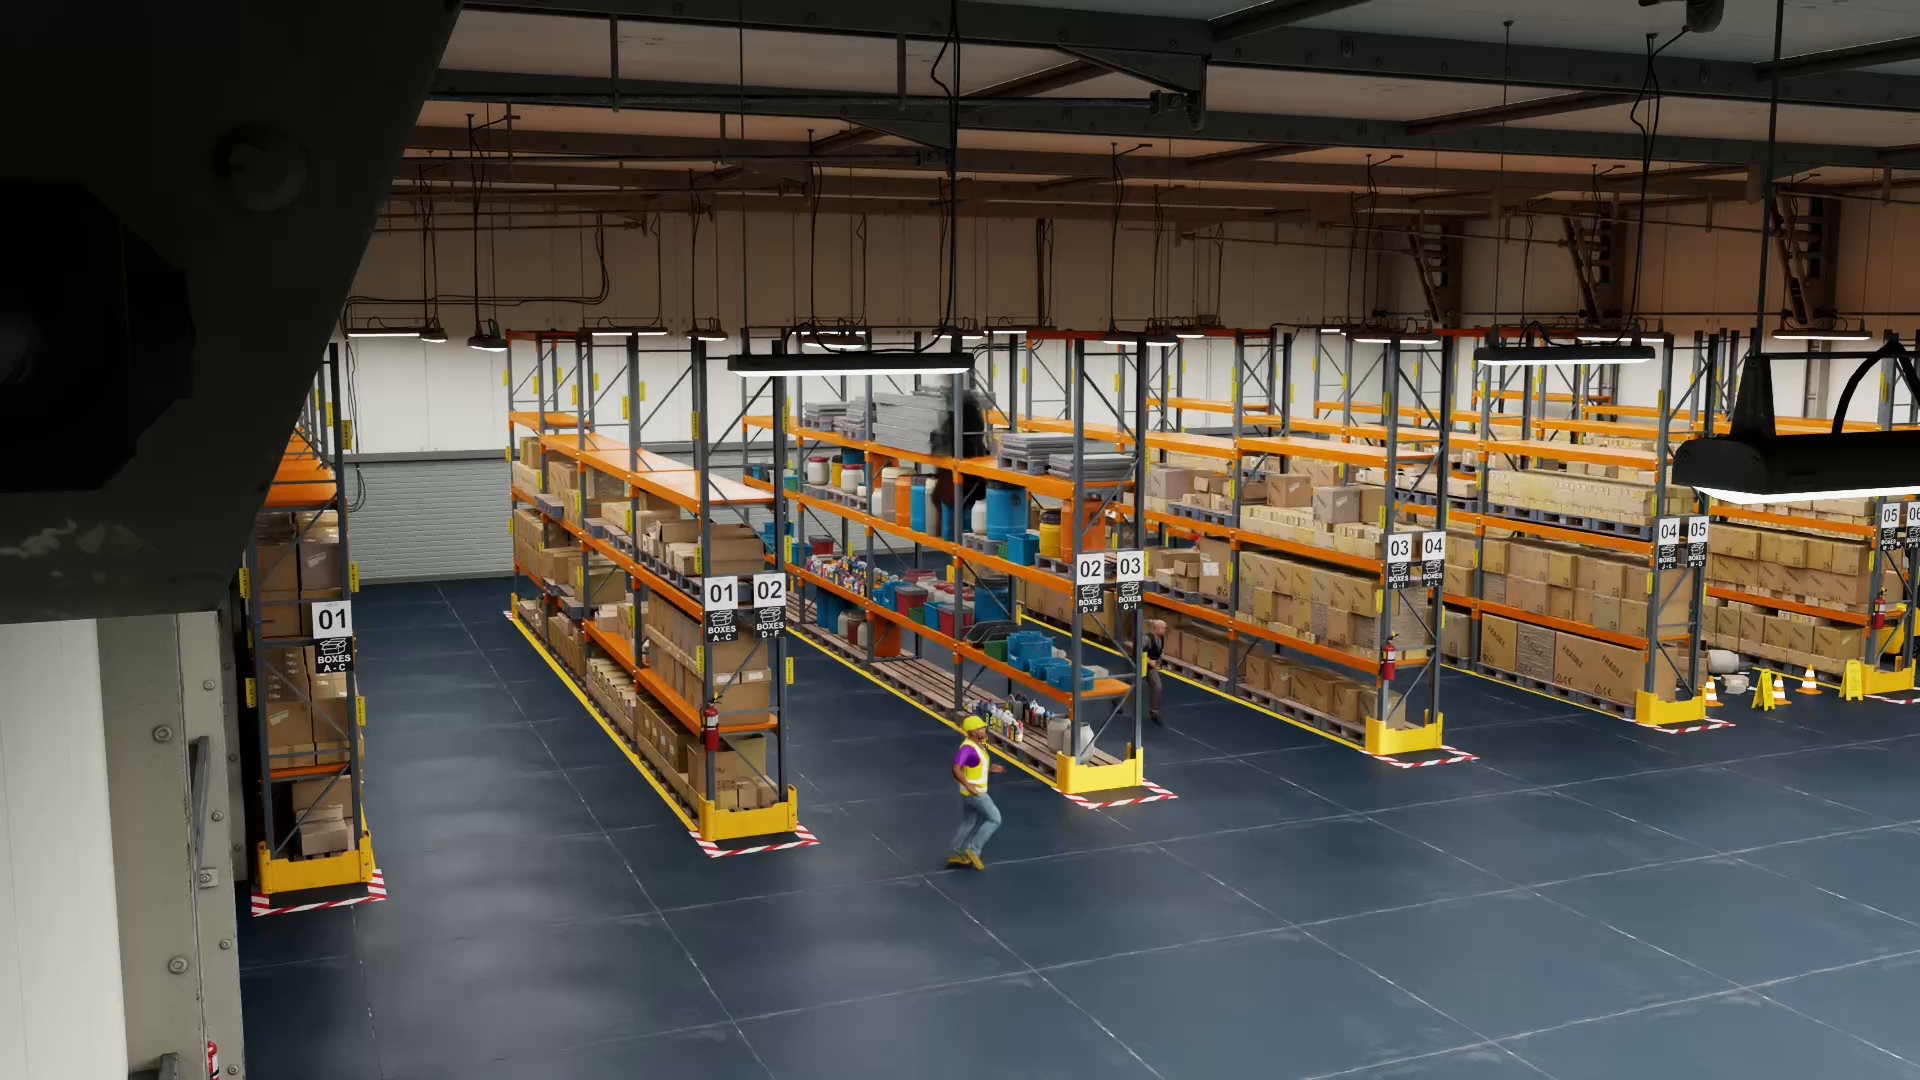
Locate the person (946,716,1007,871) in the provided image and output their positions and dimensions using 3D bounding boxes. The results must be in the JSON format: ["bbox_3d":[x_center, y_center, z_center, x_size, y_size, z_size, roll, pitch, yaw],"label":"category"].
[{"bbox_3d":[0.191,2.890,19.034,0.705,1.776,0.673,0,8,-2],"label":"person"}]

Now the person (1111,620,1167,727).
[{"bbox_3d":[2.800,2.026,25.883,1.008,1.680,0.696,6,10,38],"label":"person"}]

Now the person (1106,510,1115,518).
[{"bbox_3d":[3.640,-0.101,40.880,0.967,1.762,0.762,-6,10,-36],"label":"person"}]

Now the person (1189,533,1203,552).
[{"bbox_3d":[4.933,0.742,34.380,0.657,1.776,0.933,-5,9,-34],"label":"person"}]
